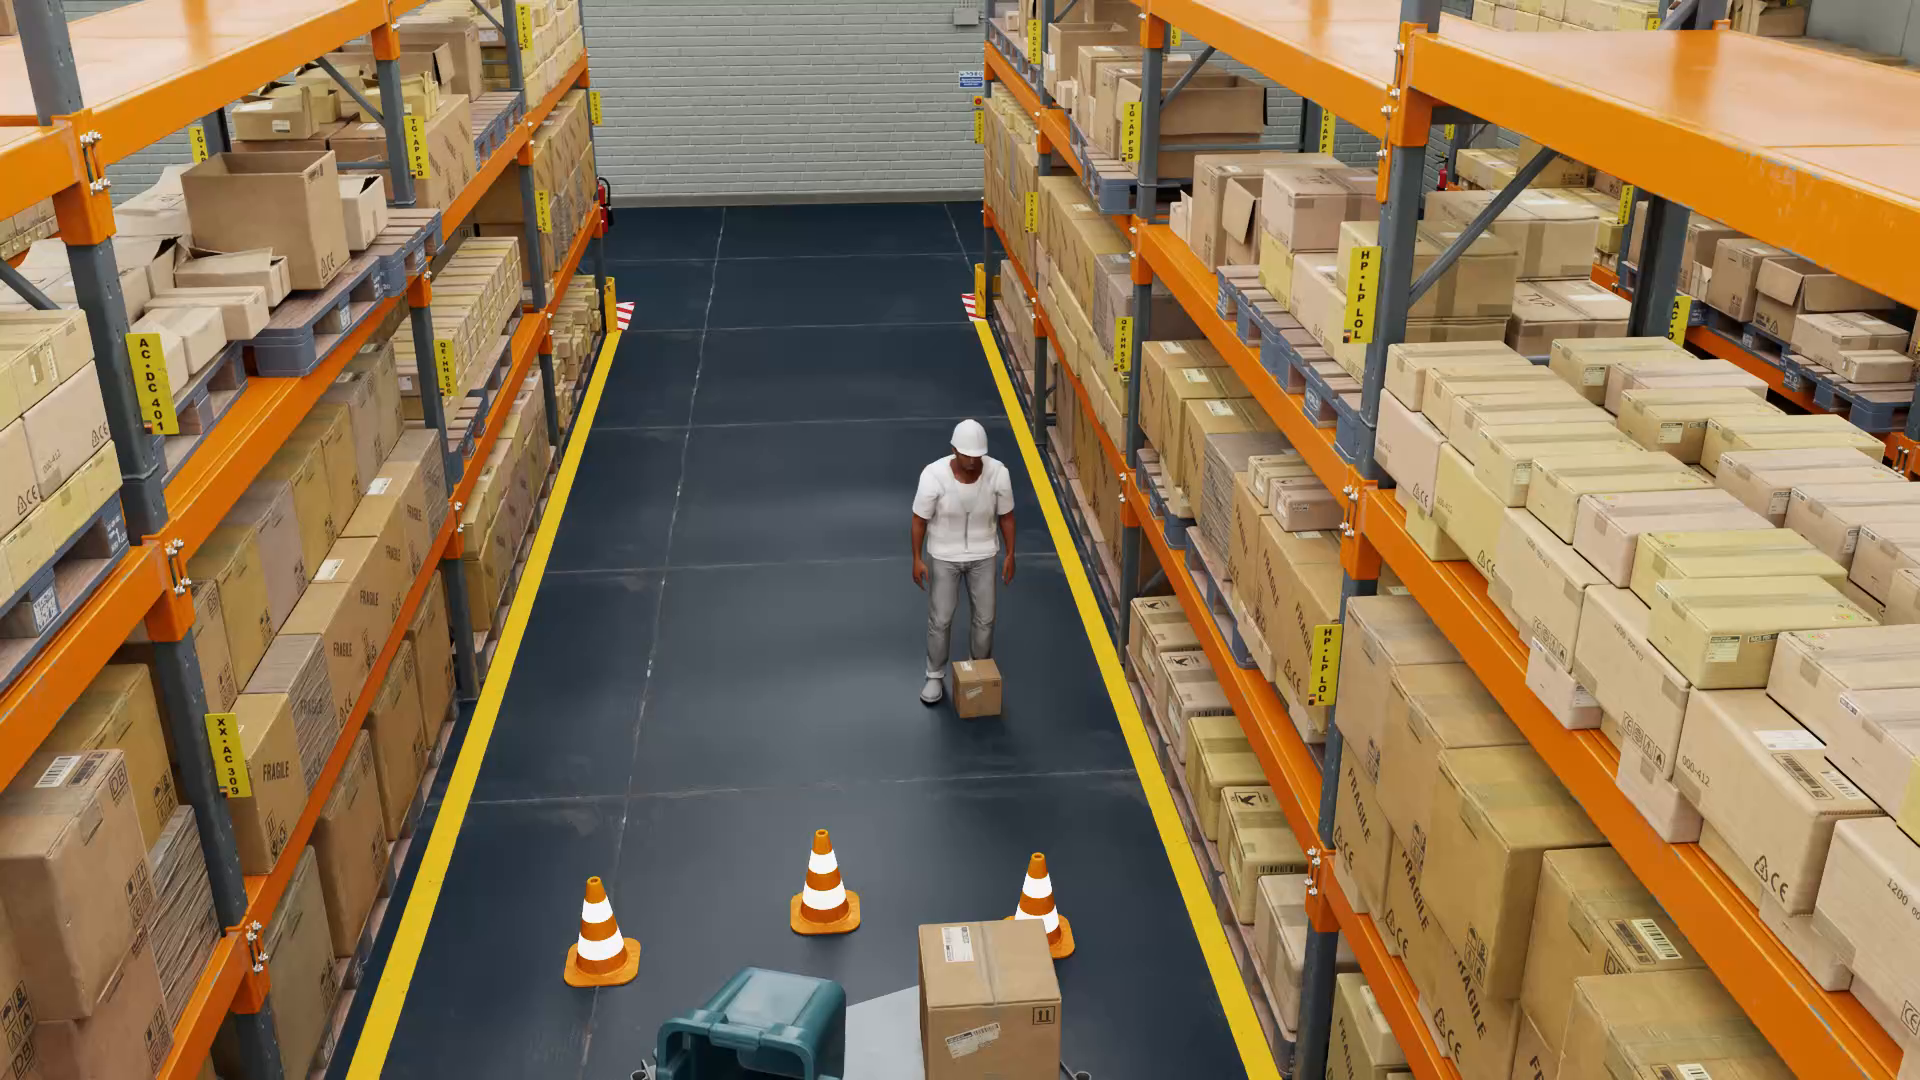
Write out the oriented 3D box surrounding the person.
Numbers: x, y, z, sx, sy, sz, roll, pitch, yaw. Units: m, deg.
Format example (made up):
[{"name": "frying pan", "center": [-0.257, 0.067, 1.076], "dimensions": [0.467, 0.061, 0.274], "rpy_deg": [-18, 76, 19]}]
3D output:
[{"name": "person", "center": [0.025, 0.109, 9.826], "dimensions": [0.627, 1.761, 0.461], "rpy_deg": [-4, 24, -8]}]
